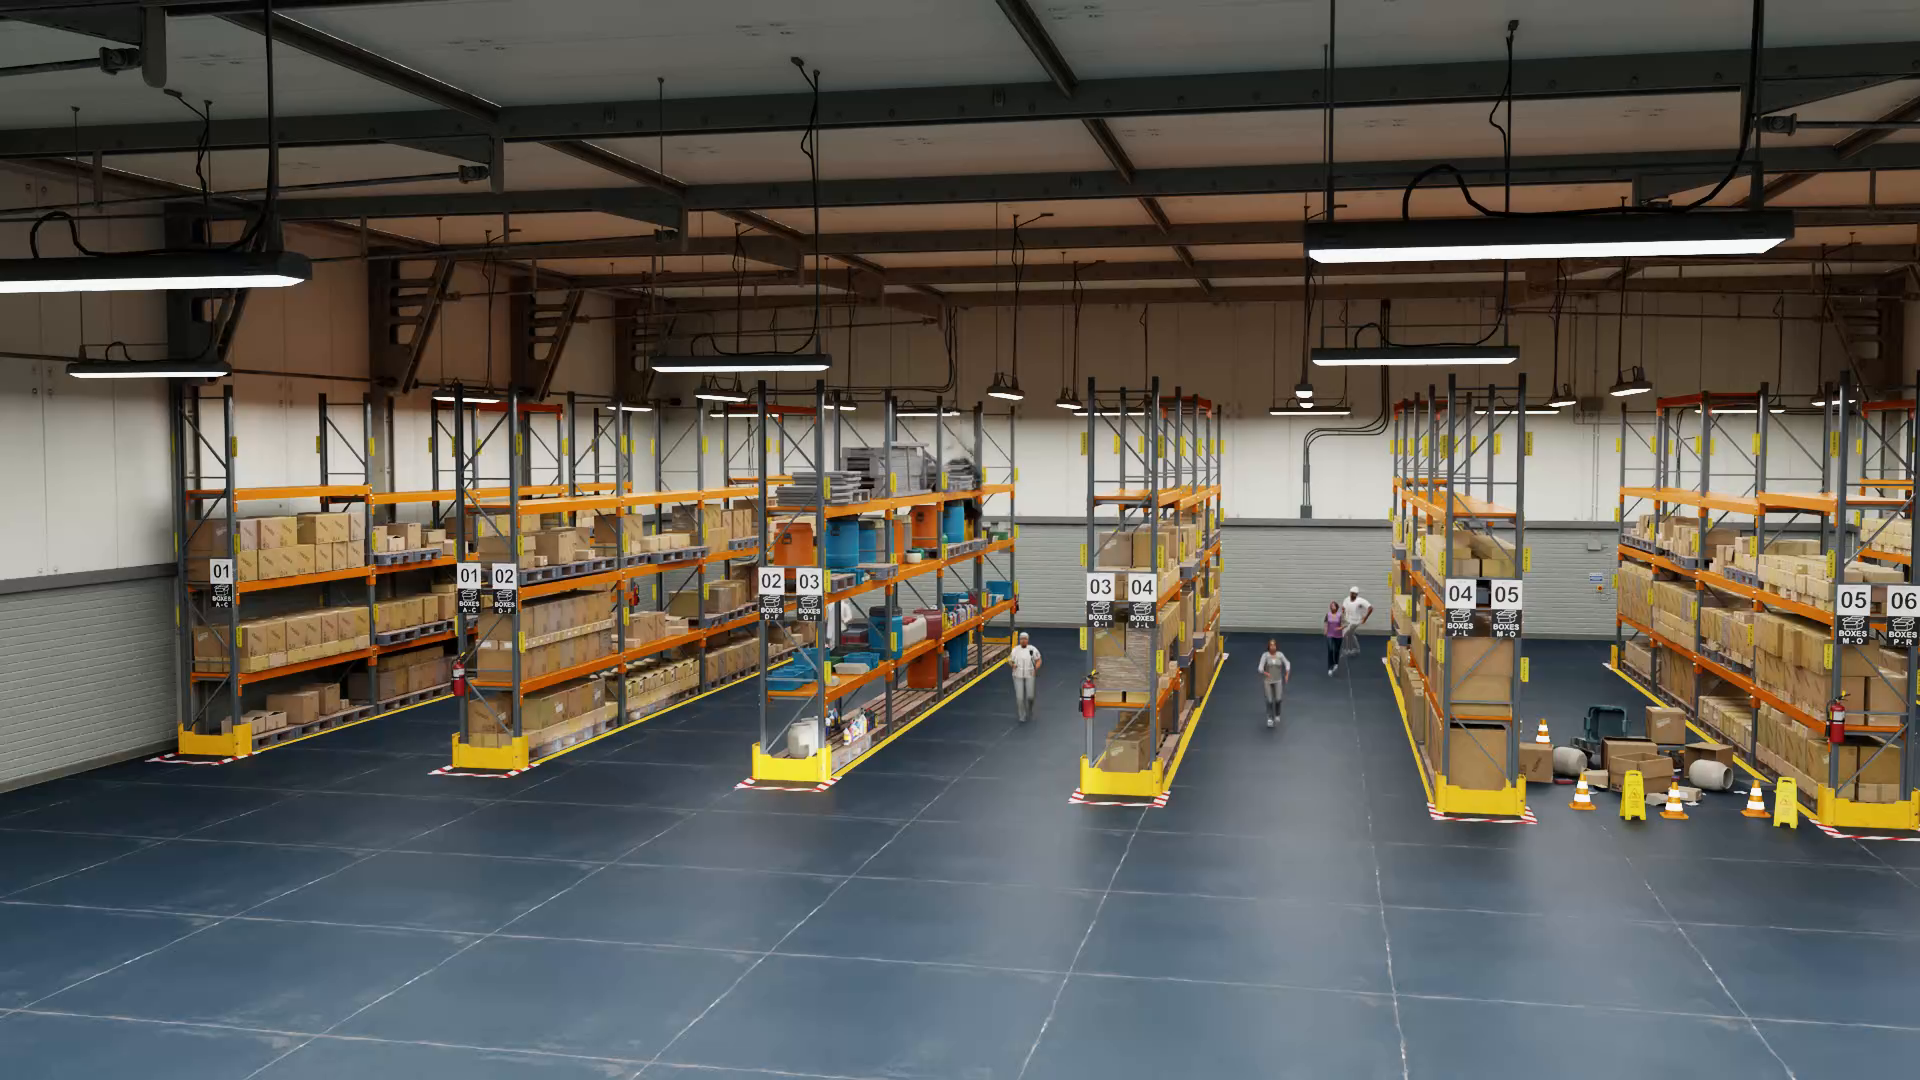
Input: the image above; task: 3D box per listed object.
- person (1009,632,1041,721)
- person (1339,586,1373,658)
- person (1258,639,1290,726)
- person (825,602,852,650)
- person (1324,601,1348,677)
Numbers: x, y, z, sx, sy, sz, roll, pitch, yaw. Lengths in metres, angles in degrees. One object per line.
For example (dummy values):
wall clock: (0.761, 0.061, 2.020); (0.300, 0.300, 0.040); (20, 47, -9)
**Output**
person: (1.170, 2.493, 30.155); (0.594, 1.623, 0.550); (0, 3, 5)
person: (9.353, 1.961, 39.494); (0.754, 1.744, 0.810); (-2, 4, -26)
person: (5.593, 2.549, 29.603); (0.572, 1.564, 0.605); (0, 3, 6)
person: (-2.792, 2.028, 37.369); (0.737, 1.754, 0.940); (0, 3, 5)
person: (8.248, 2.159, 36.532); (0.526, 1.636, 0.720); (1, 3, 16)
